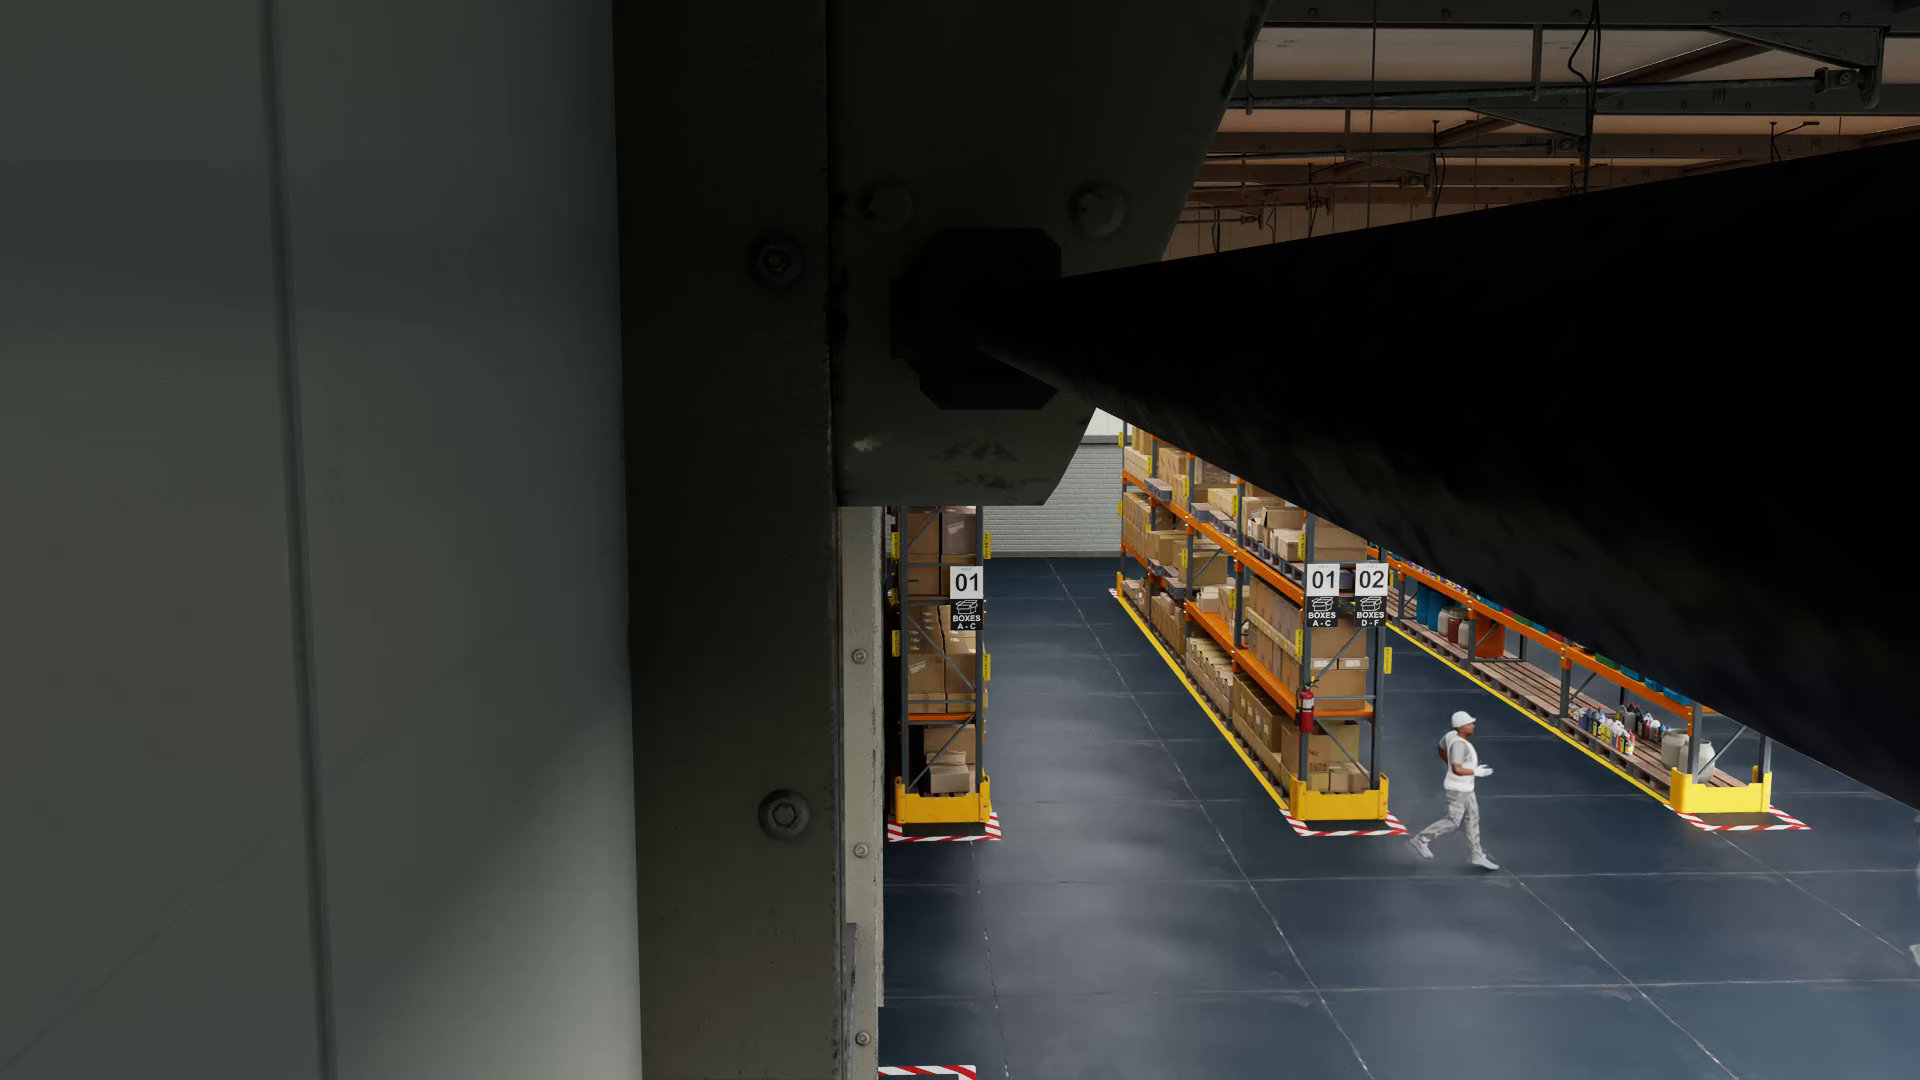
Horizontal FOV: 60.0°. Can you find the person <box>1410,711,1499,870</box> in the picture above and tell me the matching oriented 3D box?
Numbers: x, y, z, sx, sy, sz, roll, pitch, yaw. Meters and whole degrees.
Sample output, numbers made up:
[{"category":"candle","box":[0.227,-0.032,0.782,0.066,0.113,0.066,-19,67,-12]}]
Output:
[{"category":"person","box":[5.617,2.817,18.779,0.974,1.799,0.689,3,8,19]}]
